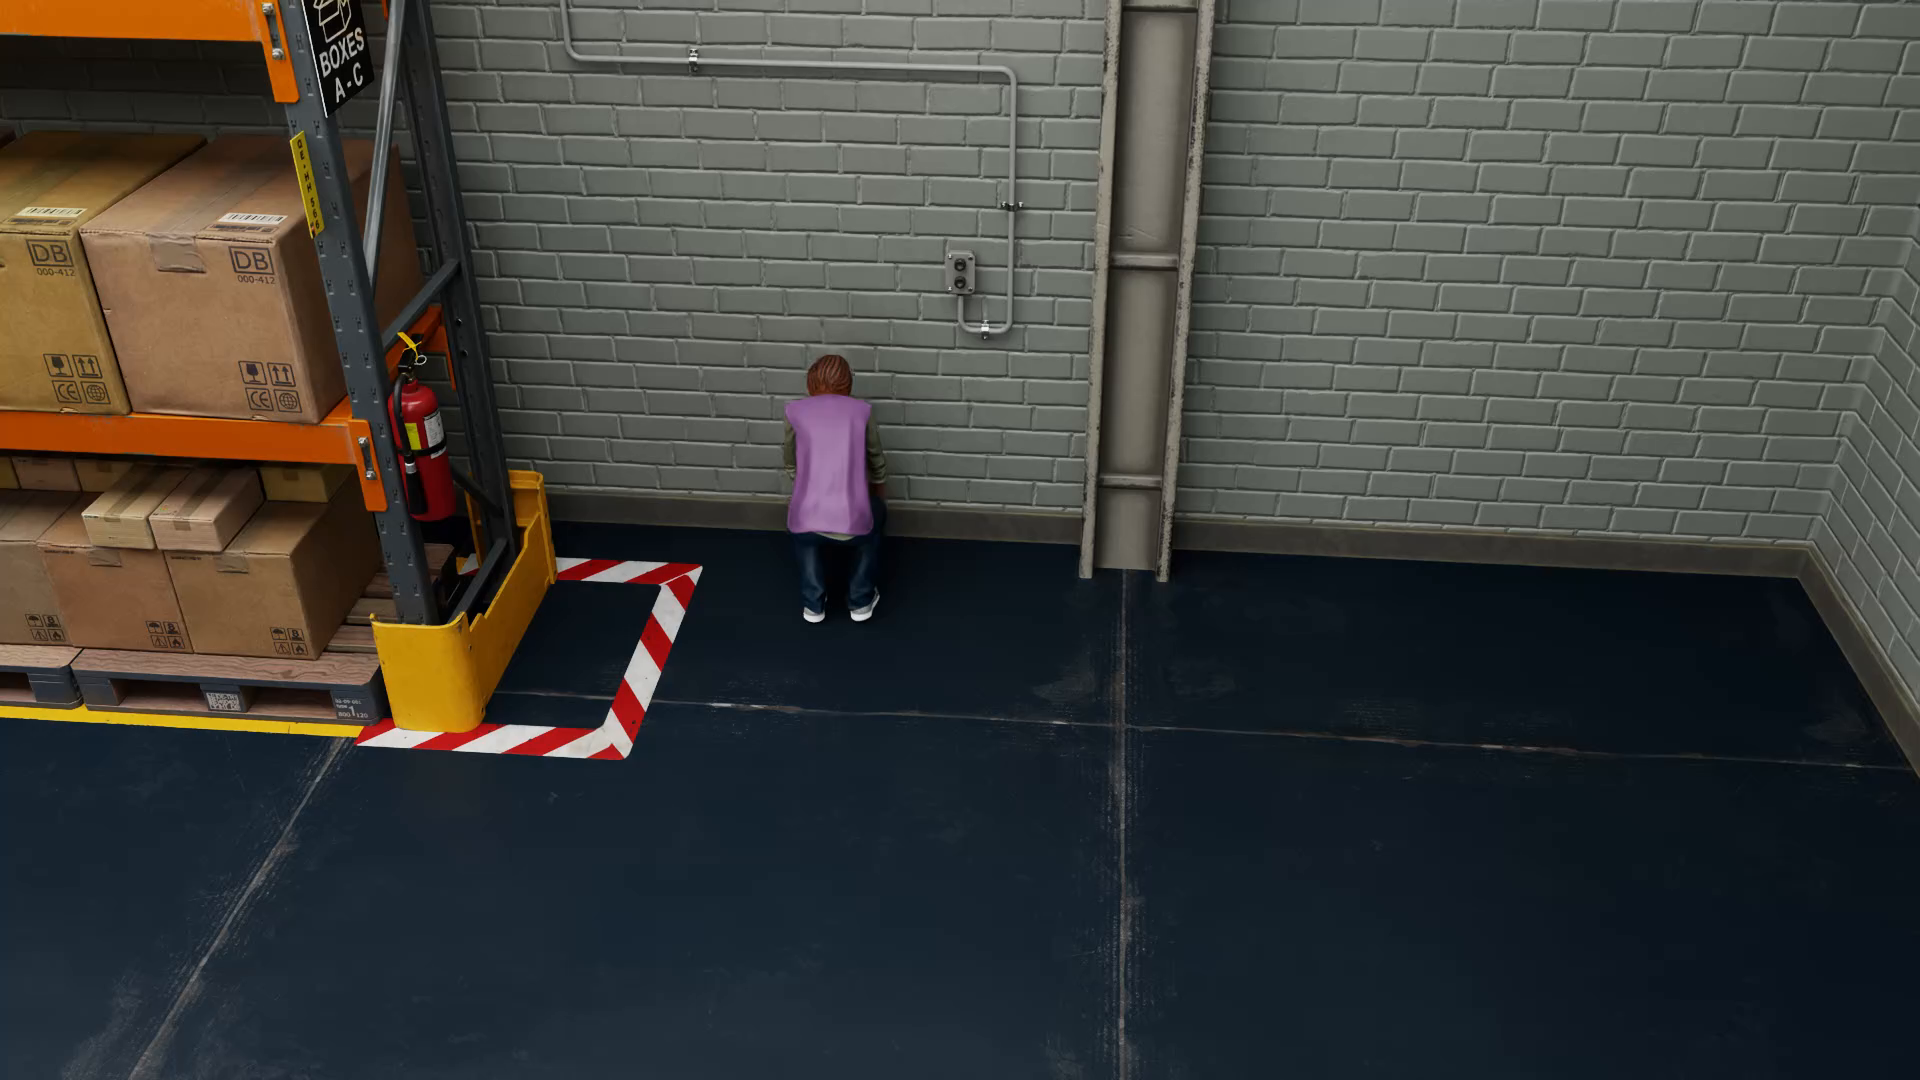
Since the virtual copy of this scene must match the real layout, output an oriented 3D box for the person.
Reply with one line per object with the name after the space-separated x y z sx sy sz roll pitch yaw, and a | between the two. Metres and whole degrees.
-0.540 -0.170 6.950 0.455 1.025 0.757 2 32 4 | person
